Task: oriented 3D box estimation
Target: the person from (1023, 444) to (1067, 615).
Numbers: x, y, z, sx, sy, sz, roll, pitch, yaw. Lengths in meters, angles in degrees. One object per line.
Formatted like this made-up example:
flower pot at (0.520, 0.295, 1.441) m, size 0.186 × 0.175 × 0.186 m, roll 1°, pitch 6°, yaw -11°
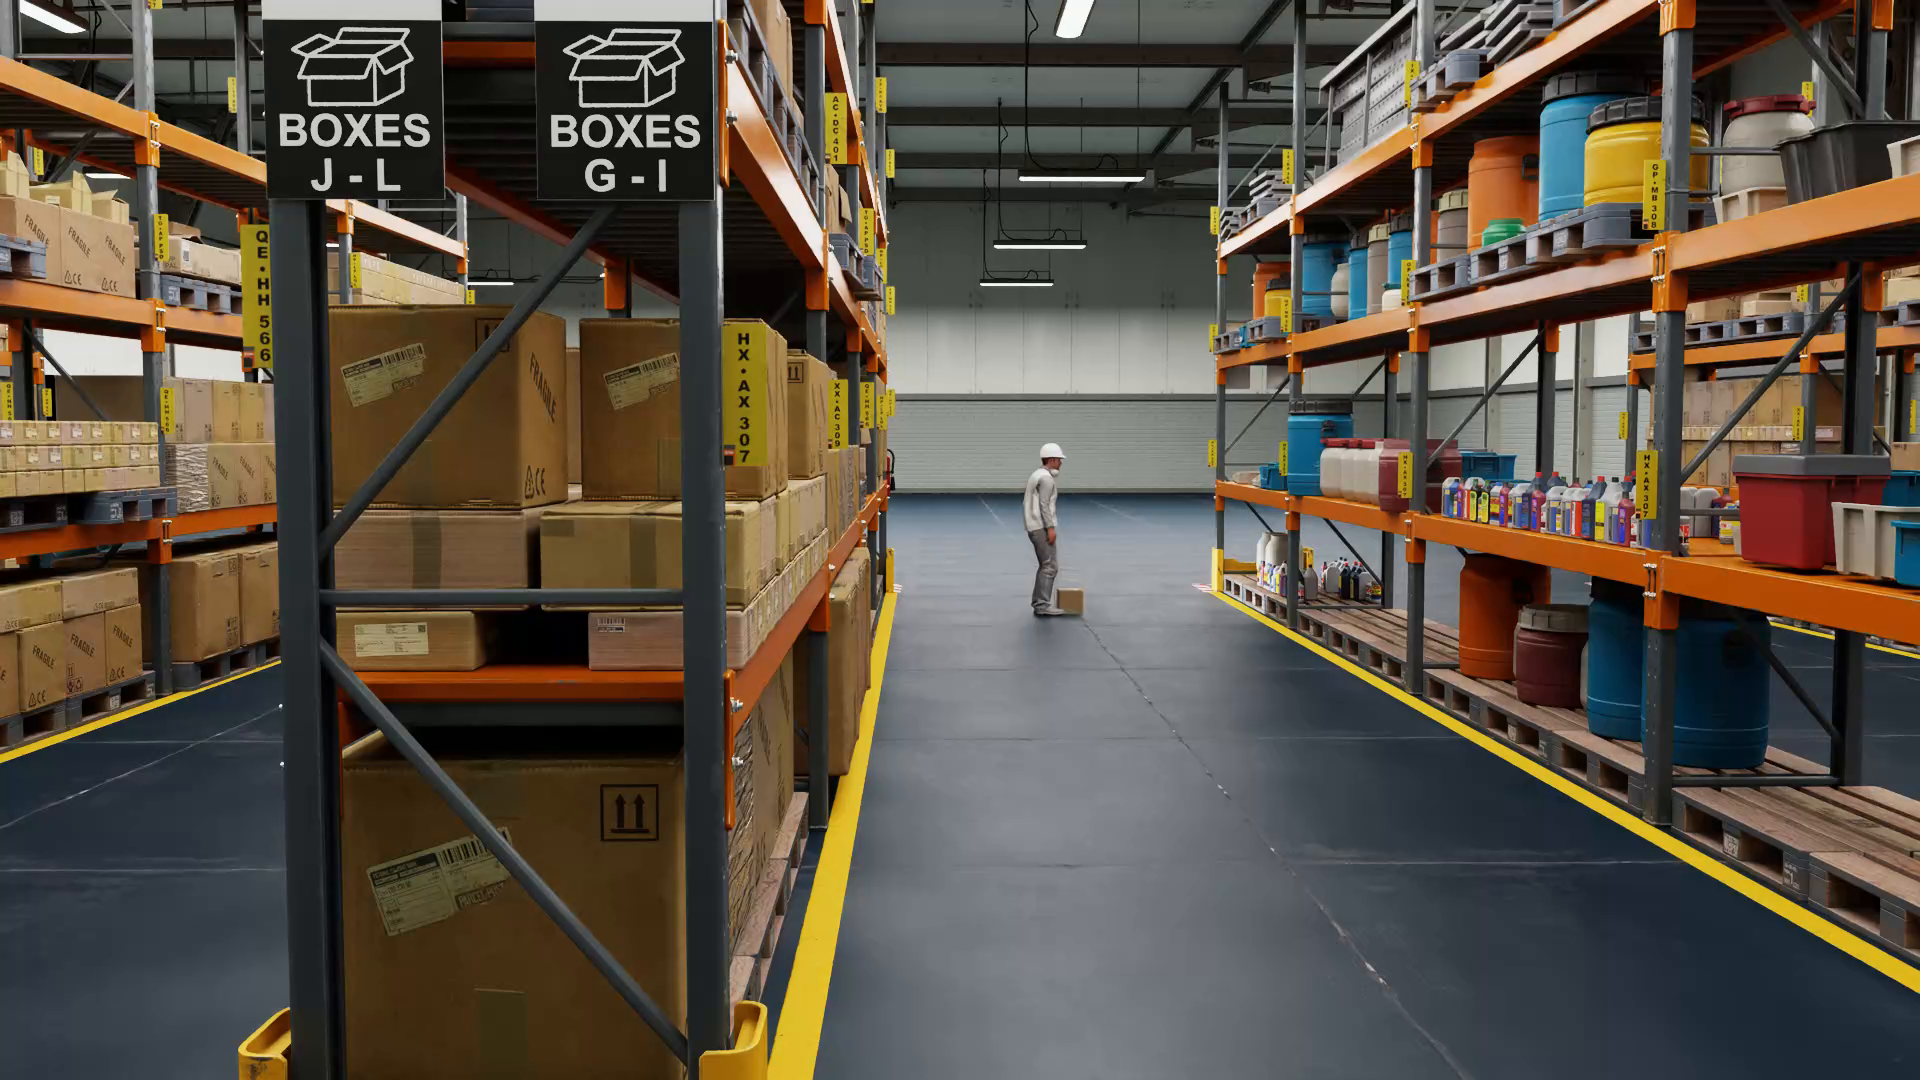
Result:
person at (0.889, -0.117, 17.356) m, size 0.464 × 1.766 × 0.582 m, roll 0°, pitch 4°, yaw -4°
